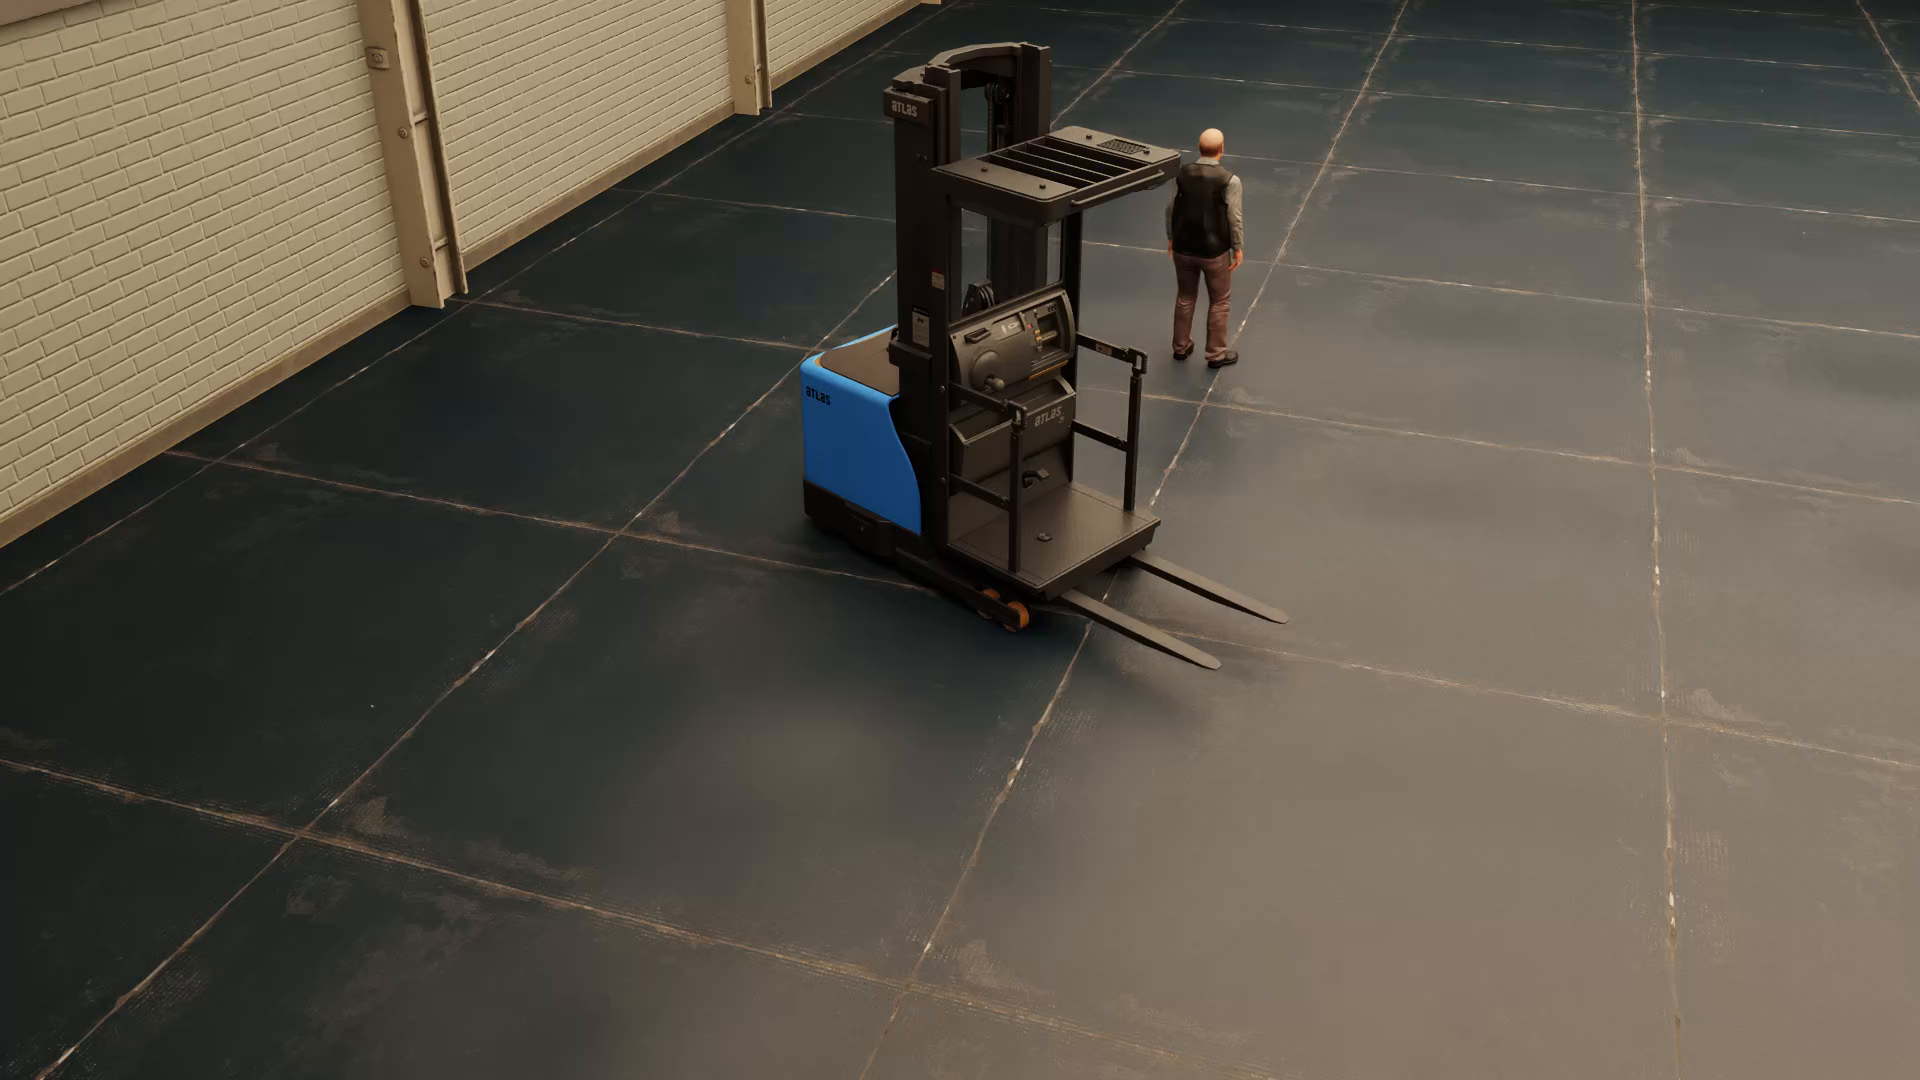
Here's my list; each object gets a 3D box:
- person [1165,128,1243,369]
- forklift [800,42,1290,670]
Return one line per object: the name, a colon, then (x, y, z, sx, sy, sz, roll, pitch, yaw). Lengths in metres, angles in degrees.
person: (1.759, -2.106, 12.053, 0.594, 1.721, 0.422, 17, 34, 27)
forklift: (0.449, -1.058, 8.992, 3.031, 2.935, 1.130, 26, 38, 37)
